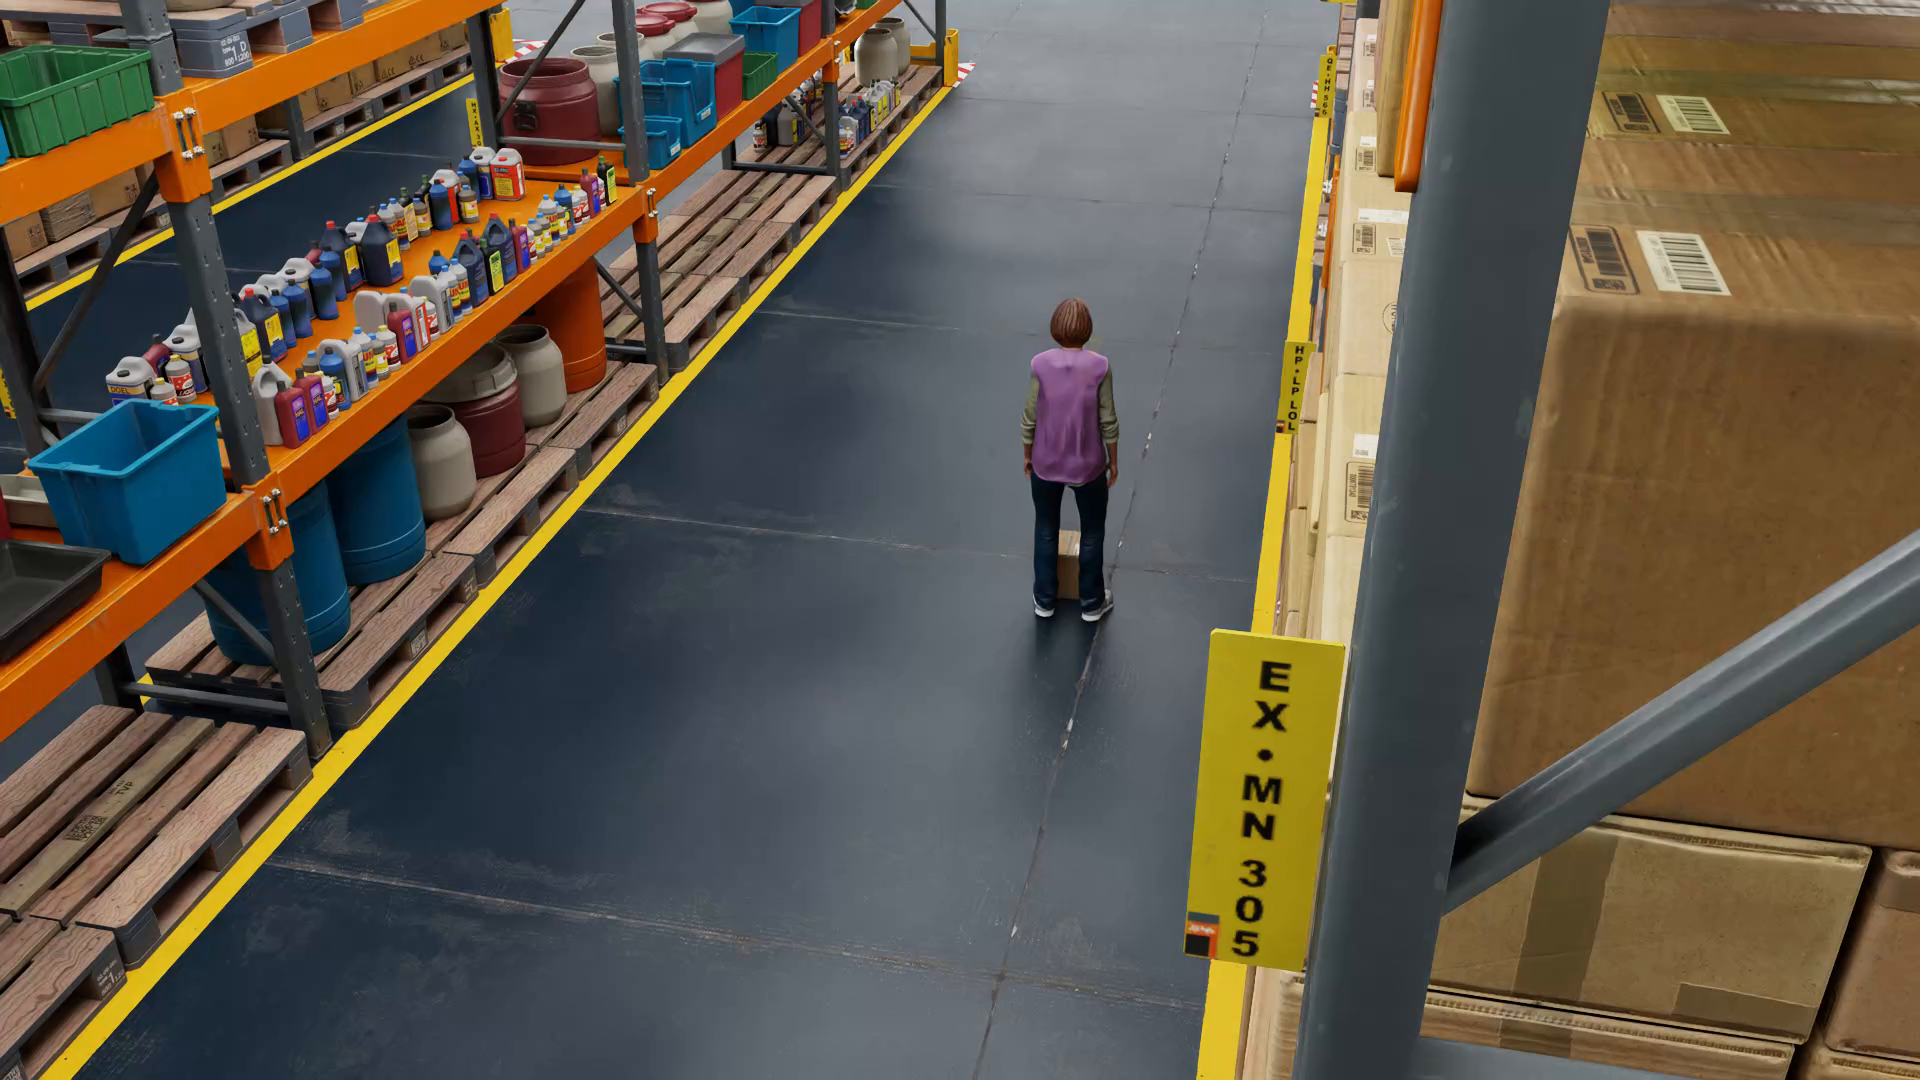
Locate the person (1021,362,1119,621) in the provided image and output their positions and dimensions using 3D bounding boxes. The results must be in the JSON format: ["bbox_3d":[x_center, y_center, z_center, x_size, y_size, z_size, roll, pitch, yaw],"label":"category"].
[{"bbox_3d":[0.511,-0.244,7.821,0.459,1.352,0.324,6,30,10],"label":"person"}]
